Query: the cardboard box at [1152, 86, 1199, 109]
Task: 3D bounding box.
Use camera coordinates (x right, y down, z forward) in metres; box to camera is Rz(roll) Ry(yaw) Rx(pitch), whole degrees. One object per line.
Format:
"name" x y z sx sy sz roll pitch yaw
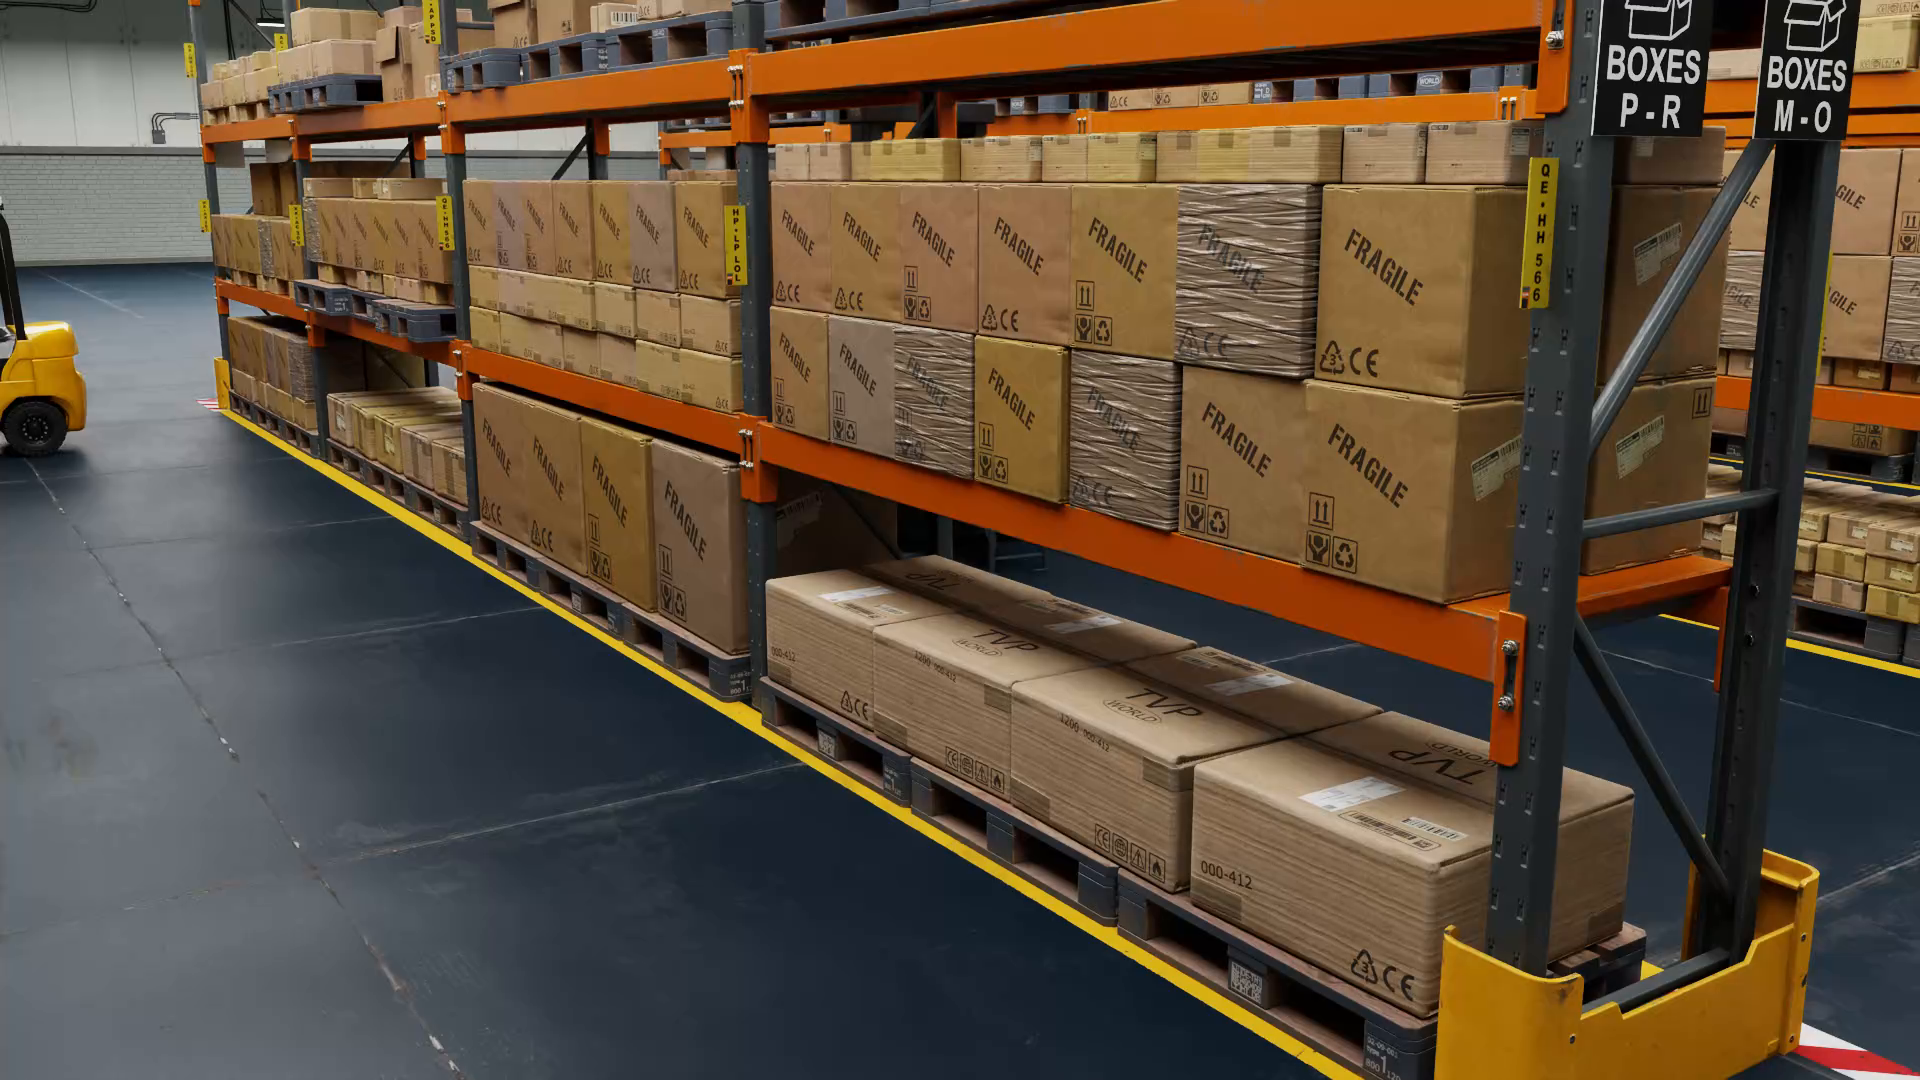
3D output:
"cardboard box" 1.744 -3.373 12.009 0.500 0.500 0.500 -8 15 -33

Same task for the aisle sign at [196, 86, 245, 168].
"aisle sign" -7.423 -4.143 16.700 0.394 0.787 0.004 -8 15 -33

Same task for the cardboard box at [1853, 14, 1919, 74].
"cardboard box" 4.463 -2.371 8.010 0.500 0.250 0.500 -7 14 -30

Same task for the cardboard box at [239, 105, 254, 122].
"cardboard box" -6.318 -3.872 15.115 0.380 0.149 0.250 -9 15 -34

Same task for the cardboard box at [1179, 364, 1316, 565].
"cardboard box" 0.981 -0.247 4.738 0.500 0.500 0.500 -8 15 -34

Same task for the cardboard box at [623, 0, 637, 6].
"cardboard box" -1.481 -2.916 8.937 0.500 0.500 0.500 -8 15 -32

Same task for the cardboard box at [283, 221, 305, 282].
"cardboard box" -5.368 -2.431 14.027 0.500 0.500 0.500 -9 15 -34

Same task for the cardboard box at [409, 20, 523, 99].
"cardboard box" -3.215 -3.160 11.035 0.700 0.500 0.500 -8 15 -33

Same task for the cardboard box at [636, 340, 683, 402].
"cardboard box" -1.222 -0.832 7.996 0.500 0.250 0.500 -8 15 -34

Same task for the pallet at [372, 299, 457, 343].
"pallet" -3.182 -1.496 11.132 1.213 0.211 1.003 -8 15 -33

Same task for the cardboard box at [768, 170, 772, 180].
"cardboard box" -1.612 -3.658 17.689 0.875 0.550 0.550 -8 15 -33

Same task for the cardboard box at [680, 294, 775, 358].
"cardboard box" -0.929 -0.985 7.526 0.500 0.250 0.500 -8 15 -33

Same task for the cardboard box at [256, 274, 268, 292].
"cardboard box" -6.202 -2.356 15.204 0.380 0.149 0.250 -8 15 -32

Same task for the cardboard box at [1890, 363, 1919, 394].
"cardboard box" 4.742 -0.798 8.079 0.380 0.149 0.250 -9 15 -35

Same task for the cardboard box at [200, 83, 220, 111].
"cardboard box" -7.074 -4.315 16.206 0.500 0.250 0.500 -8 15 -34

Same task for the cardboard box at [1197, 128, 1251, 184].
"cardboard box" 0.889 -1.075 4.665 0.380 0.149 0.250 -8 15 -31

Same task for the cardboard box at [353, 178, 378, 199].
"cardboard box" -4.261 -2.597 12.284 0.380 0.149 0.250 -7 14 -30

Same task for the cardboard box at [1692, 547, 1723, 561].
"cardboard box" 4.206 0.090 9.118 0.380 0.149 0.250 -9 15 -35

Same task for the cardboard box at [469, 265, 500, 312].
"cardboard box" -2.623 -1.528 10.006 0.500 0.250 0.500 -8 15 -33

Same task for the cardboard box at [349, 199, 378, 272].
"cardboard box" -4.060 -2.201 11.990 0.500 0.500 0.500 -9 15 -35

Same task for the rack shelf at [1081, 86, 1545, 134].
"rack shelf" 2.474 -2.838 11.481 1.077 0.370 4.000 -8 15 -33

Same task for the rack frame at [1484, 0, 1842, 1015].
"rack frame" 1.734 -0.053 4.083 1.000 3.000 0.127 -8 15 -33

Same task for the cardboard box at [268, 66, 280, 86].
"cardboard box" -5.384 -3.772 13.721 0.500 0.250 0.500 -8 15 -33

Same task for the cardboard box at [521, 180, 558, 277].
"cardboard box" -2.072 -1.716 9.111 0.500 0.500 0.500 -8 14 -31

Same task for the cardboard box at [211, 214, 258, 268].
"cardboard box" -7.099 -2.976 16.518 0.500 0.500 0.500 -8 15 -34

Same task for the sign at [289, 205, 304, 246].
"sign" -5.362 -2.545 13.450 0.100 0.325 0.005 -8 15 -33

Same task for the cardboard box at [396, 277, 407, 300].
"cardboard box" -3.594 -1.713 11.279 0.380 0.149 0.250 -9 15 -35

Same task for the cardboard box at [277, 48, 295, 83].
"cardboard box" -4.925 -3.633 12.801 0.500 0.250 0.500 -9 15 -34

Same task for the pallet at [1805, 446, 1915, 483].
"pallet" 7.277 -0.704 13.585 1.003 0.211 1.213 -8 15 -33

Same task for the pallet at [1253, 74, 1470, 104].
"pallet" 2.752 -3.049 11.199 1.213 0.211 1.003 -8 15 -33

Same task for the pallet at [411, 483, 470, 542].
"pallet" -3.130 -0.253 11.524 1.003 0.211 1.213 -8 15 -33

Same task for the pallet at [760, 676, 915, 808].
"pallet" -0.126 0.742 6.974 1.003 0.211 1.213 -8 15 -33

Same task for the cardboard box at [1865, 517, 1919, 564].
"cardboard box" 4.668 -0.001 8.145 0.380 0.149 0.250 -7 14 -31

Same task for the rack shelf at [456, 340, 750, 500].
"rack shelf" -1.590 -0.769 9.040 1.077 0.370 4.000 -8 15 -33

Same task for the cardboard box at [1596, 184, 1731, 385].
"cardboard box" 1.705 -0.710 4.510 0.500 0.500 0.500 -8 15 -34

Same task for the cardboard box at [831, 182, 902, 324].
"cardboard box" -0.145 -1.098 6.286 0.500 0.500 0.500 -8 15 -33

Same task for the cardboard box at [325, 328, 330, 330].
"cardboard box" -5.609 -1.739 15.489 0.500 0.500 0.500 -7 14 -30

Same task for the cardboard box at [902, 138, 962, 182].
"cardboard box" 0.018 -1.346 5.901 0.380 0.149 0.250 -9 15 -34

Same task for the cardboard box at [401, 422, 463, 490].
"cardboard box" -3.419 -0.629 11.886 0.950 0.372 0.625 -8 15 -34

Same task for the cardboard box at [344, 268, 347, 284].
"cardboard box" -4.520 -2.047 12.807 0.380 0.149 0.250 -7 14 -29

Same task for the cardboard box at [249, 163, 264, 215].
"cardboard box" -6.666 -3.516 16.649 0.700 0.500 0.500 -9 15 -34

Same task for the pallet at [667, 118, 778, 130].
"pallet" -2.646 -4.794 18.948 1.003 0.211 1.213 -8 15 -33

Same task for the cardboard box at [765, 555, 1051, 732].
"cardboard box" -0.224 0.406 6.997 0.875 0.438 0.875 -8 15 -34

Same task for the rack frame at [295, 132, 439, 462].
"rack frame" -4.915 -2.187 13.843 1.000 3.000 0.127 -8 15 -33

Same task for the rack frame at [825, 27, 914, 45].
"rack frame" -0.850 -5.722 15.963 1.000 3.000 0.127 -8 15 -33

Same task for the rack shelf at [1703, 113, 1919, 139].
"rack shelf" 6.660 -3.407 14.083 1.077 0.370 4.000 -8 15 -33

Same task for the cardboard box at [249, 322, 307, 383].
"cardboard box" -6.336 -1.764 15.604 0.500 0.500 0.500 -8 15 -32

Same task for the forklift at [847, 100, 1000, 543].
"forklift" -0.488 -1.684 11.704 1.130 2.935 3.031 -6 14 -24

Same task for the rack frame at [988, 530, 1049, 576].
"rack frame" 0.352 -0.534 9.795 0.400 1.500 0.023 -6 14 -24

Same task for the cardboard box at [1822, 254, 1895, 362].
"cardboard box" 4.498 -1.172 8.268 0.500 0.500 0.500 -7 14 -30

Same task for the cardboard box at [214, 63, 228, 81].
"cardboard box" -6.787 -4.395 15.640 0.380 0.149 0.250 -8 15 -33

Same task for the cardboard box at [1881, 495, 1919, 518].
"cardboard box" 5.046 -0.125 8.711 0.380 0.149 0.250 -8 15 -32

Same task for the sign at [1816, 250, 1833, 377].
"sign" 2.199 -0.579 4.278 0.100 0.325 0.005 -8 15 -33

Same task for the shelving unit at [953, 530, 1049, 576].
"shelving unit" 0.200 -0.606 10.120 0.431 1.500 0.755 -6 14 -24

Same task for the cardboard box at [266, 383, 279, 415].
"cardboard box" -6.047 -1.307 15.270 0.500 0.250 0.500 -8 15 -32
